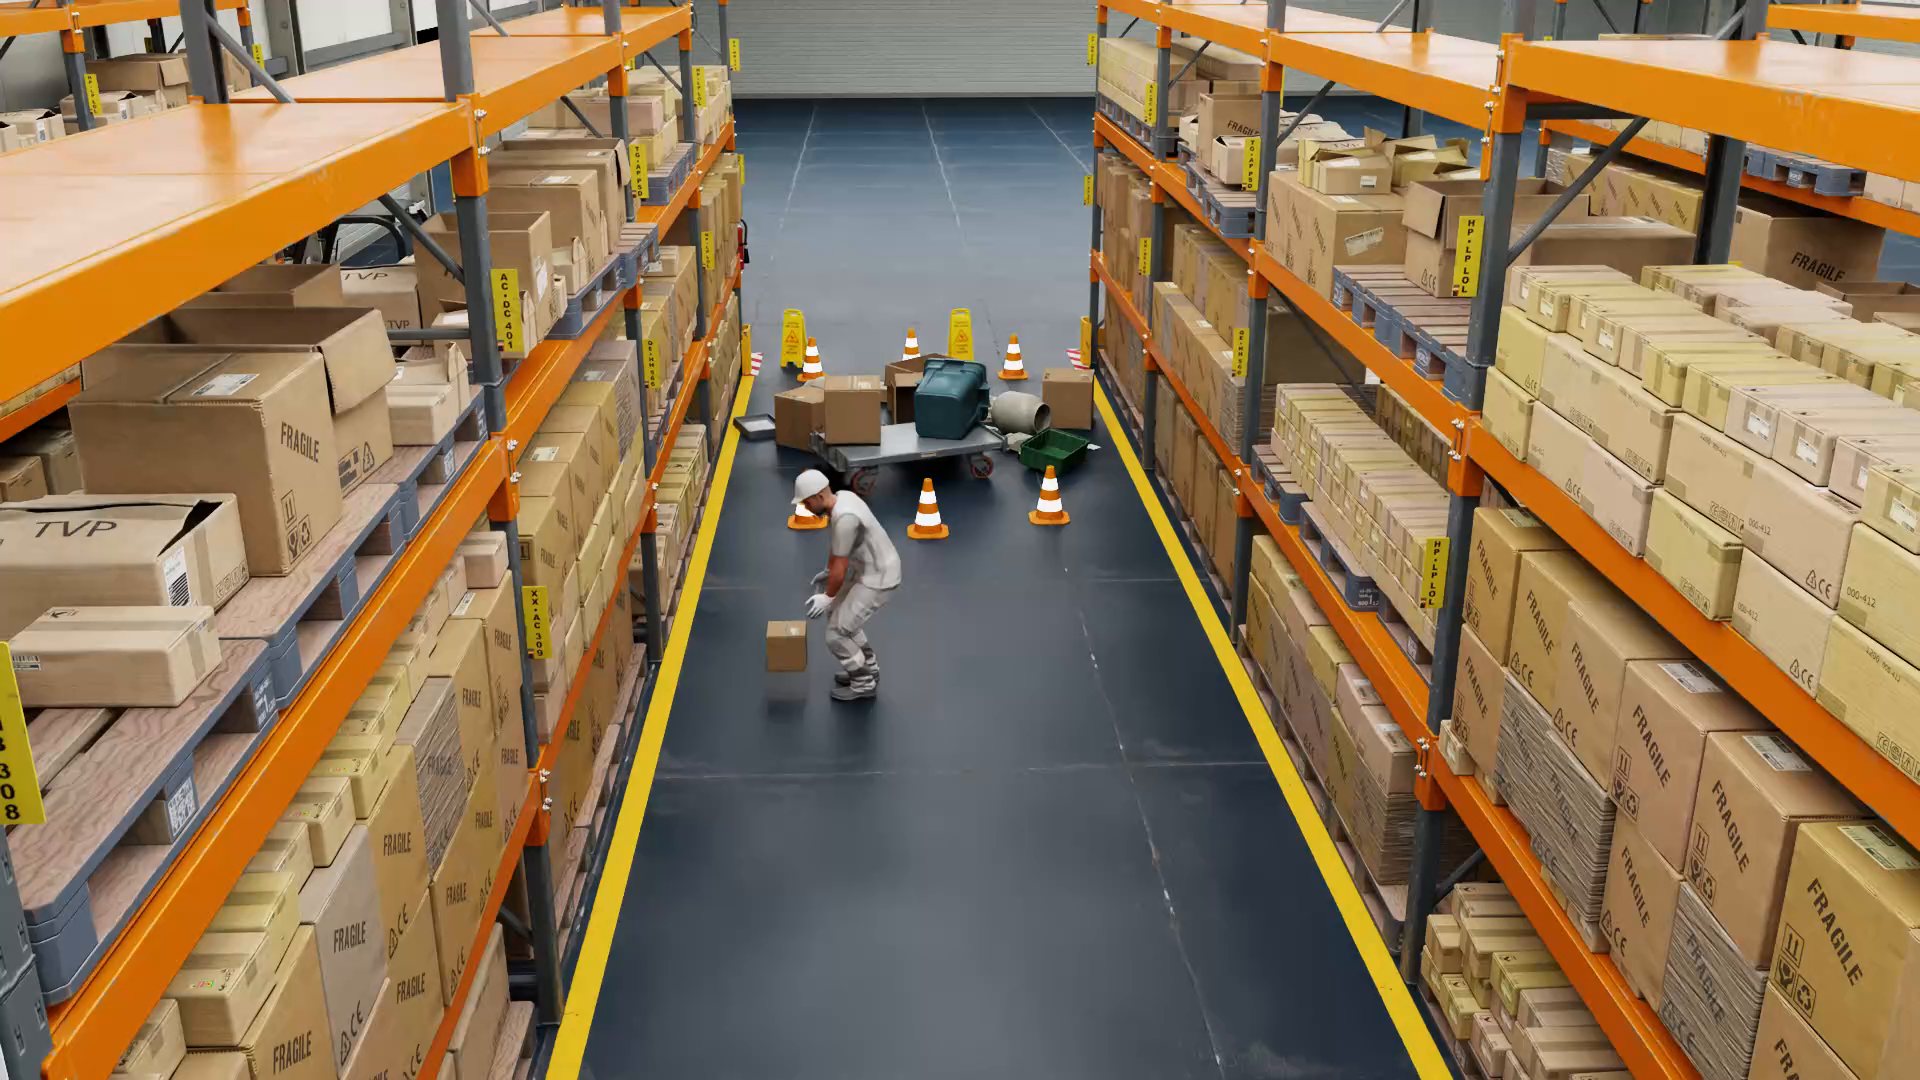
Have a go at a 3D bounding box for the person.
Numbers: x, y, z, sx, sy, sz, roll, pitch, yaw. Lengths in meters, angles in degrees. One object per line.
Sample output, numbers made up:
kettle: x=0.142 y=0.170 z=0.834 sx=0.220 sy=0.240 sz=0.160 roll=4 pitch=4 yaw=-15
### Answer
person: x=-0.738 y=0.363 z=10.685 sx=0.793 sy=1.354 sz=0.585 roll=-1 pitch=20 yaw=-3
